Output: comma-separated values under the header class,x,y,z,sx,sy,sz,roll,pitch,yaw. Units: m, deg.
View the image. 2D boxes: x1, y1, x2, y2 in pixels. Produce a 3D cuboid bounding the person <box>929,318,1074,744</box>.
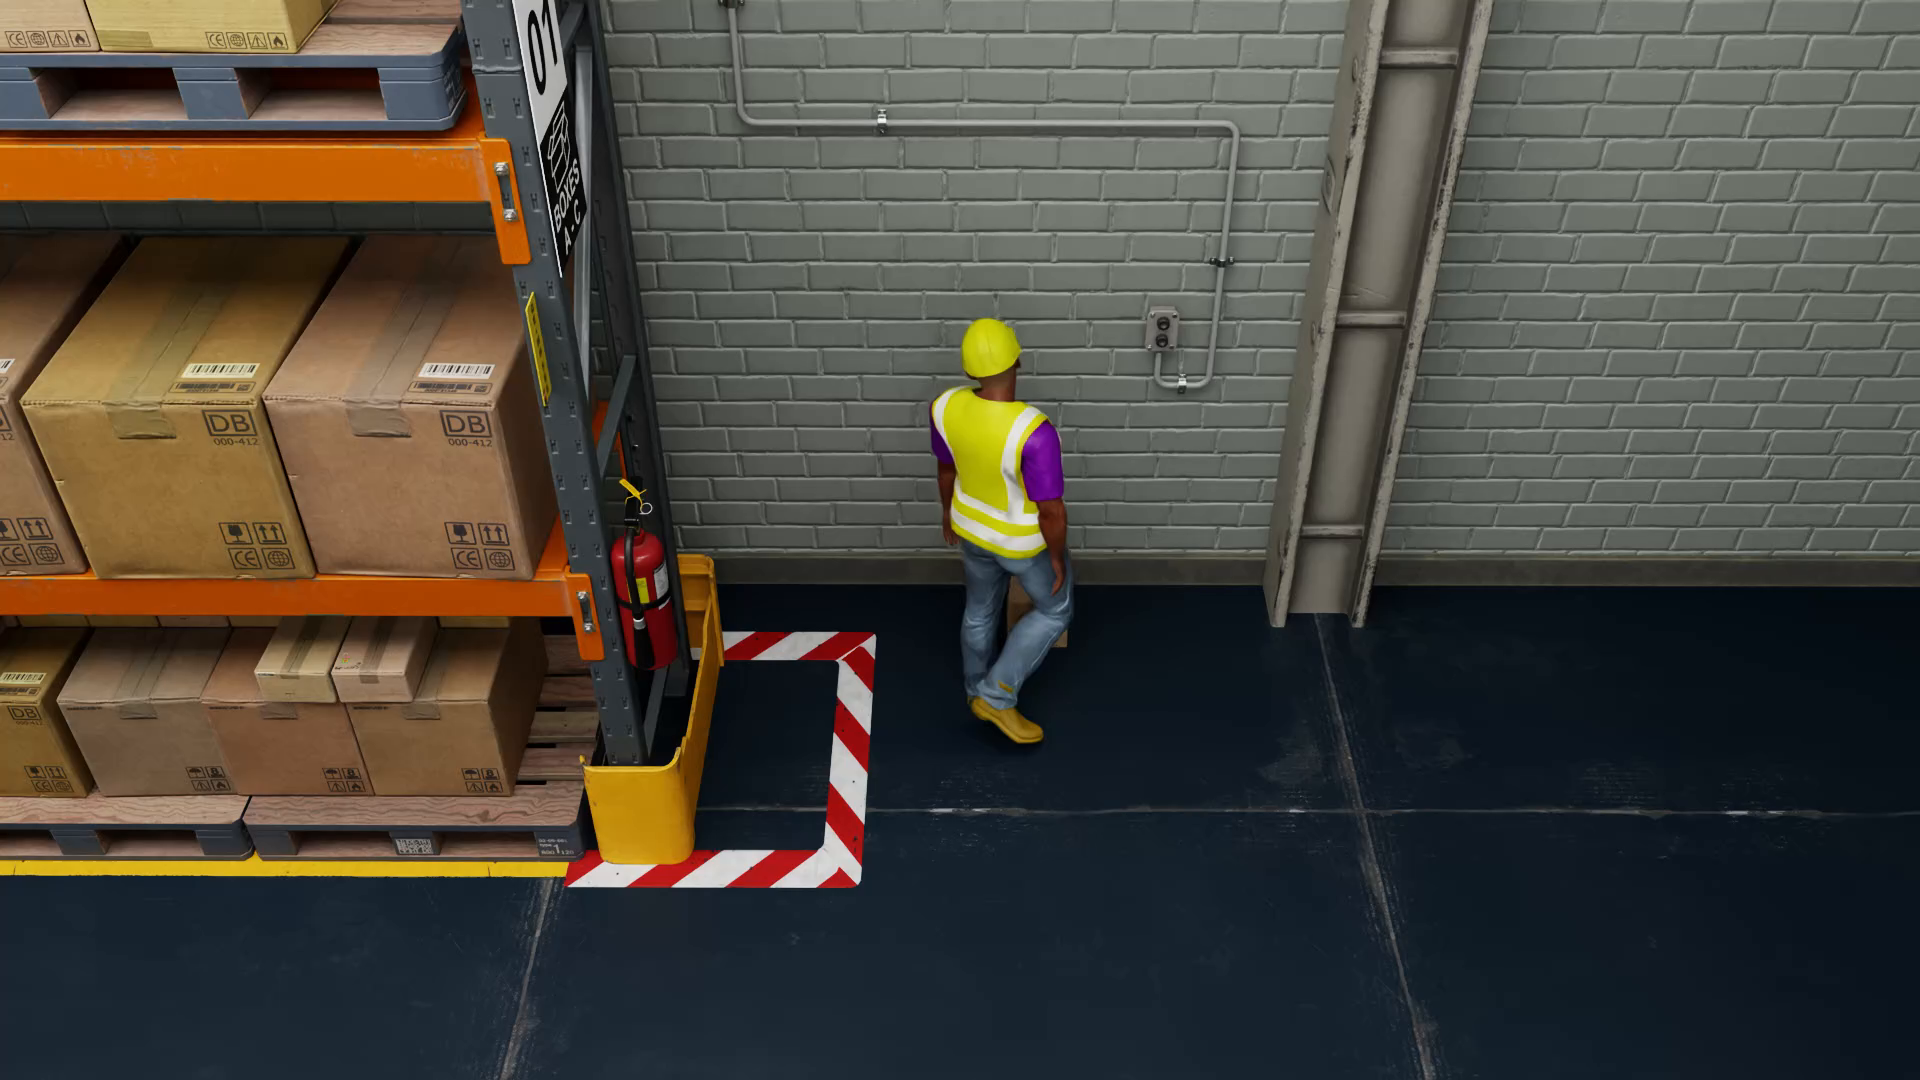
class,x,y,z,sx,sy,sz,roll,pitch,yaw
person,0.147,-0.017,6.133,0.590,1.760,0.469,27,46,29
